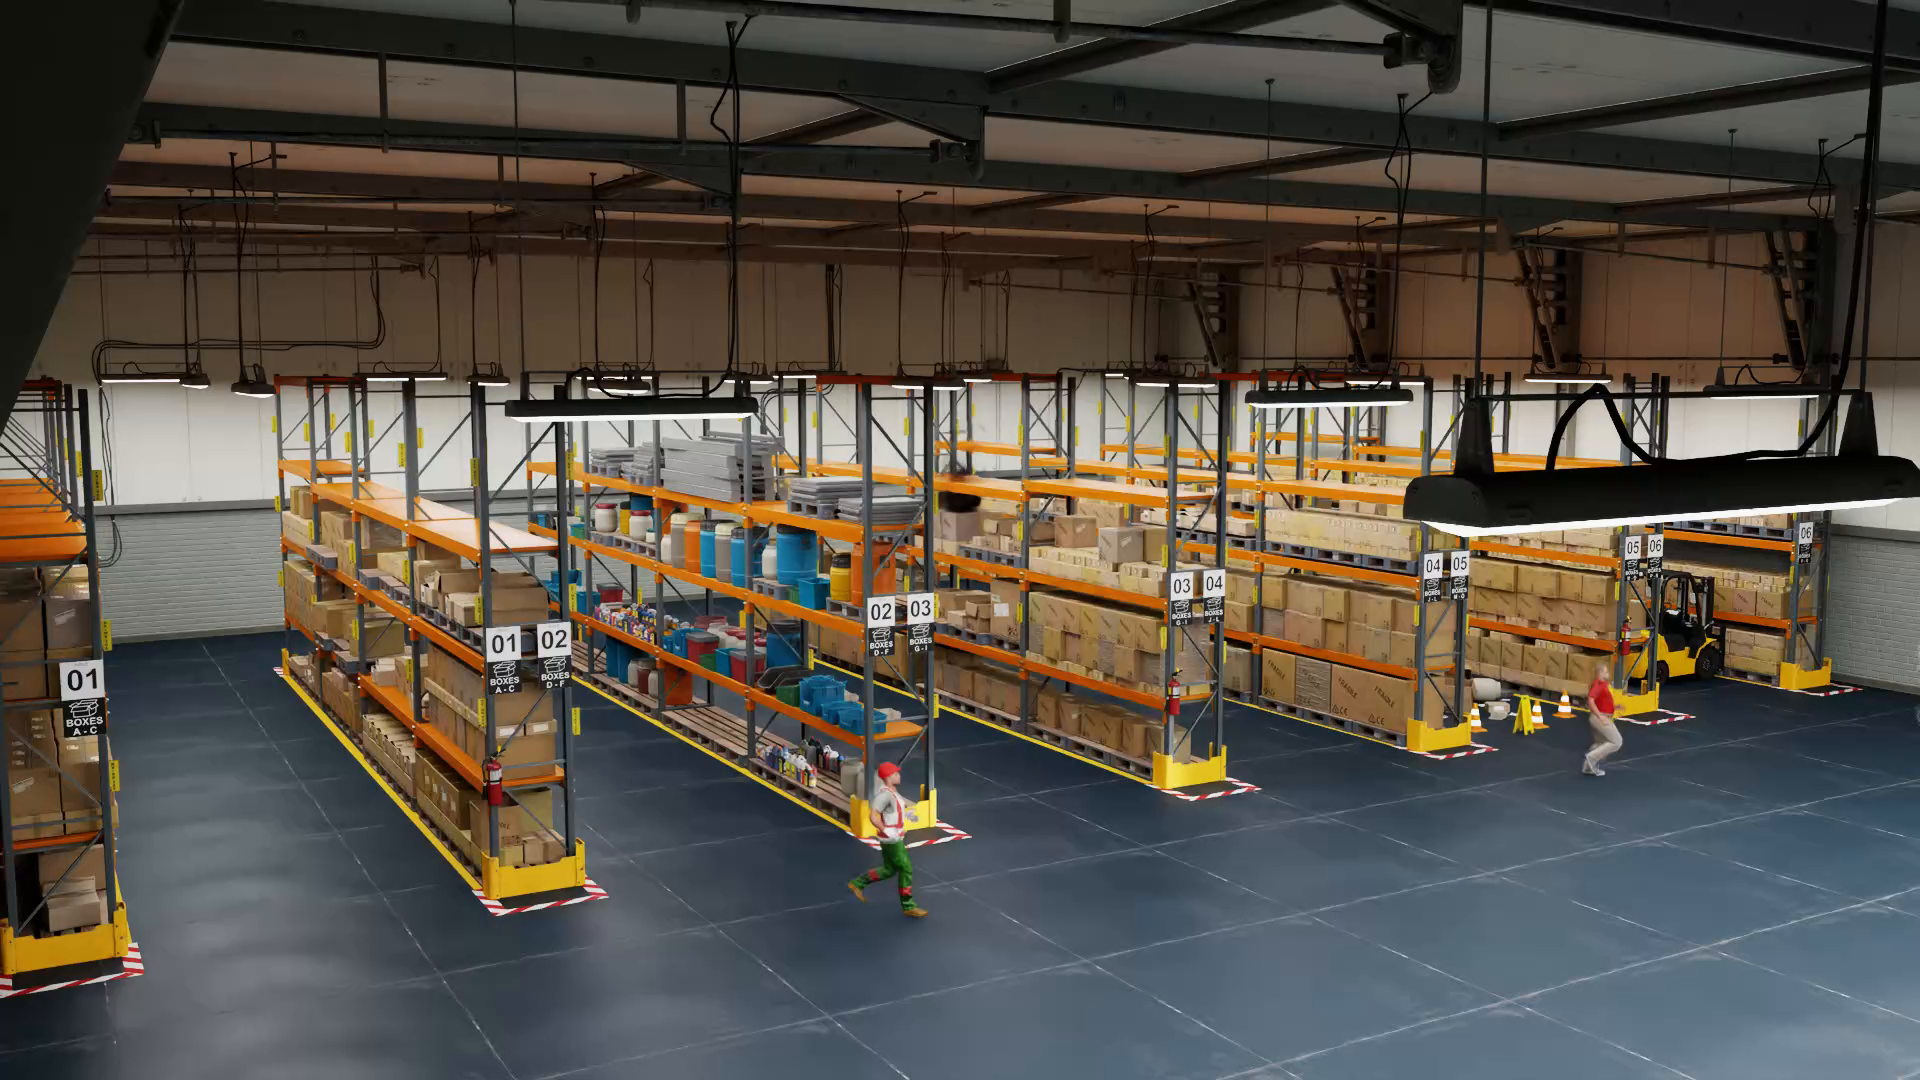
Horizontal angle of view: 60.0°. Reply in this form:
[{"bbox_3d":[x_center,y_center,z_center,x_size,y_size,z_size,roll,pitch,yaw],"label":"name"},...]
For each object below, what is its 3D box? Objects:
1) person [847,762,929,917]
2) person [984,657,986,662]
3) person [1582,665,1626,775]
[{"bbox_3d":[-0.823,3.396,18.841,0.930,1.787,0.656,0,6,-3],"label":"person"},{"bbox_3d":[0.448,1.846,33.815,0.508,1.558,0.586,-4,7,-31],"label":"person"},{"bbox_3d":[9.769,2.736,25.183,0.602,1.684,0.657,1,6,13],"label":"person"}]
